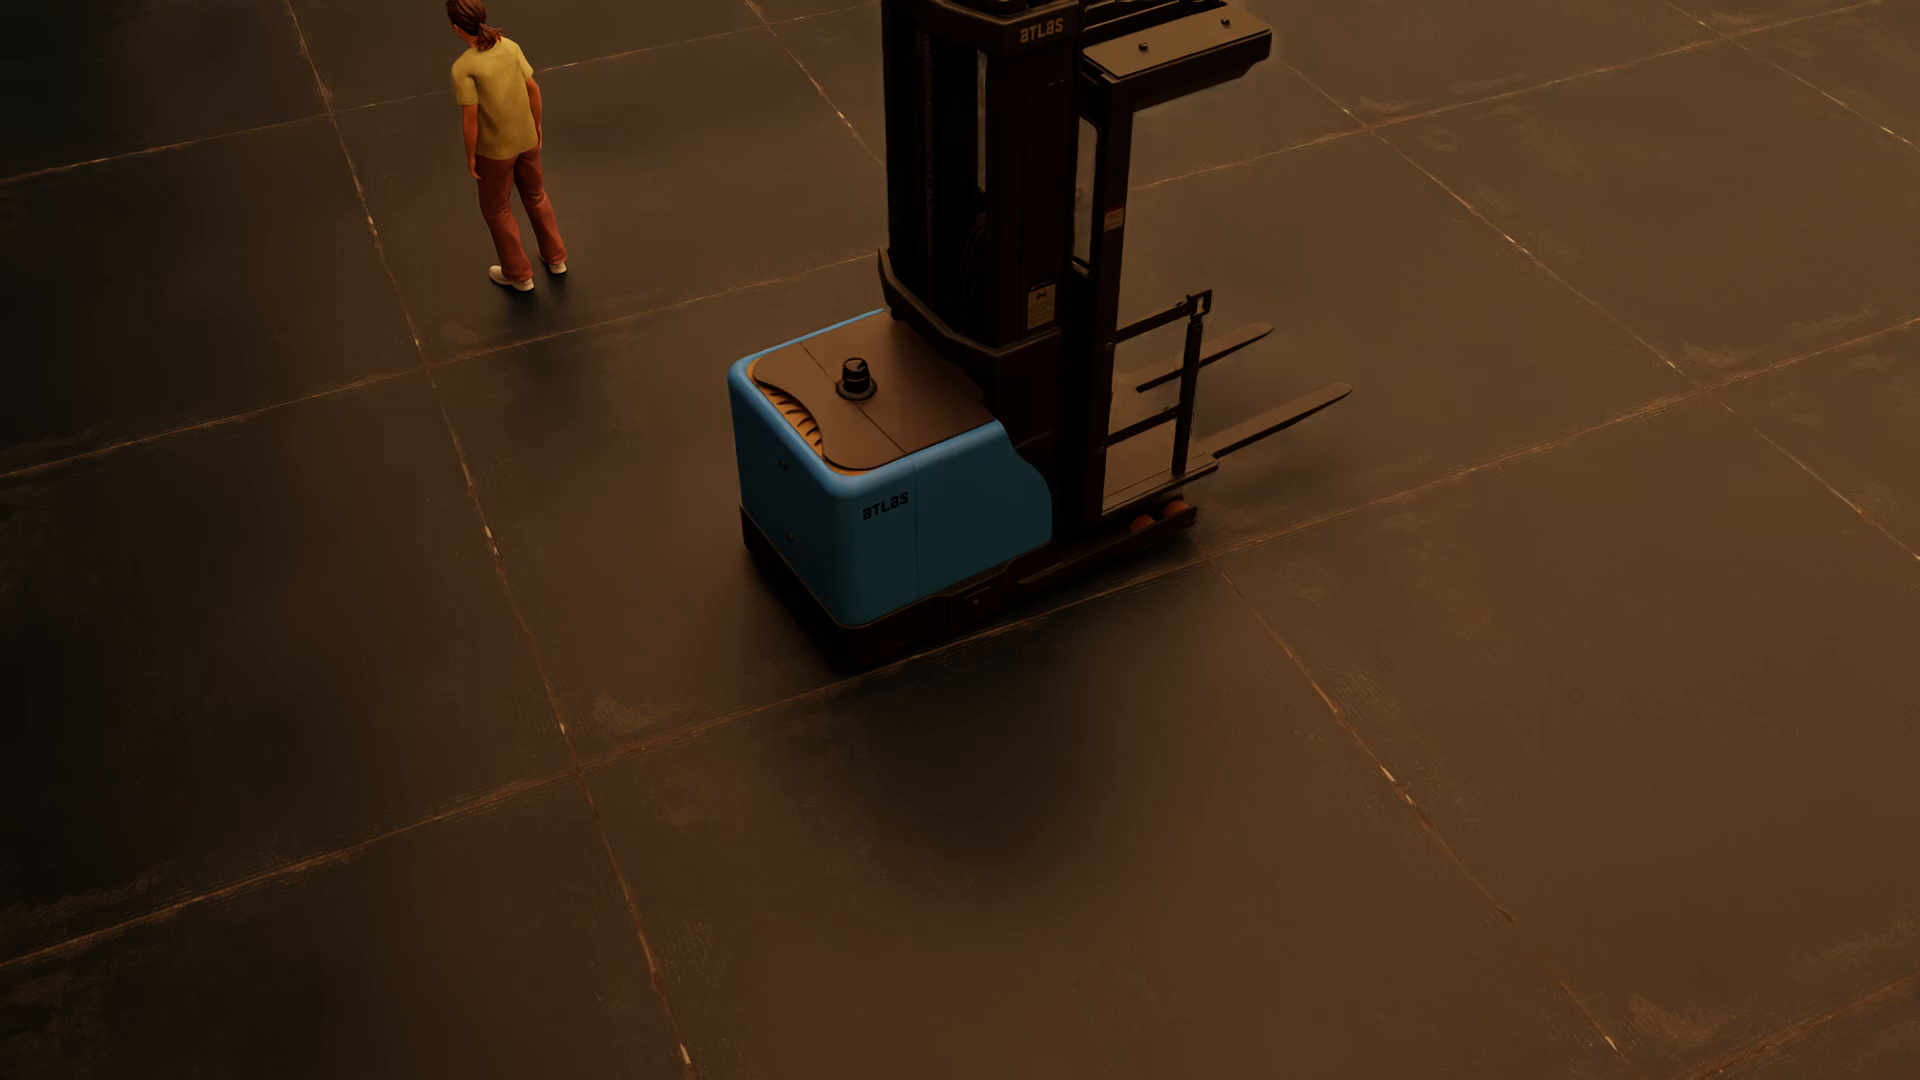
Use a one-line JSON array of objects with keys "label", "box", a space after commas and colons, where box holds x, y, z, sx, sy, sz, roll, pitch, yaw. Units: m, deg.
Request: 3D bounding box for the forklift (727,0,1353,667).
[{"label": "forklift", "box": [0.511, -1.303, 7.076, 3.031, 2.935, 1.130, -24, 48, -23]}]

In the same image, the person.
[{"label": "person", "box": [-2.439, -2.107, 8.862, 0.363, 1.672, 0.498, 31, 51, 29]}]
